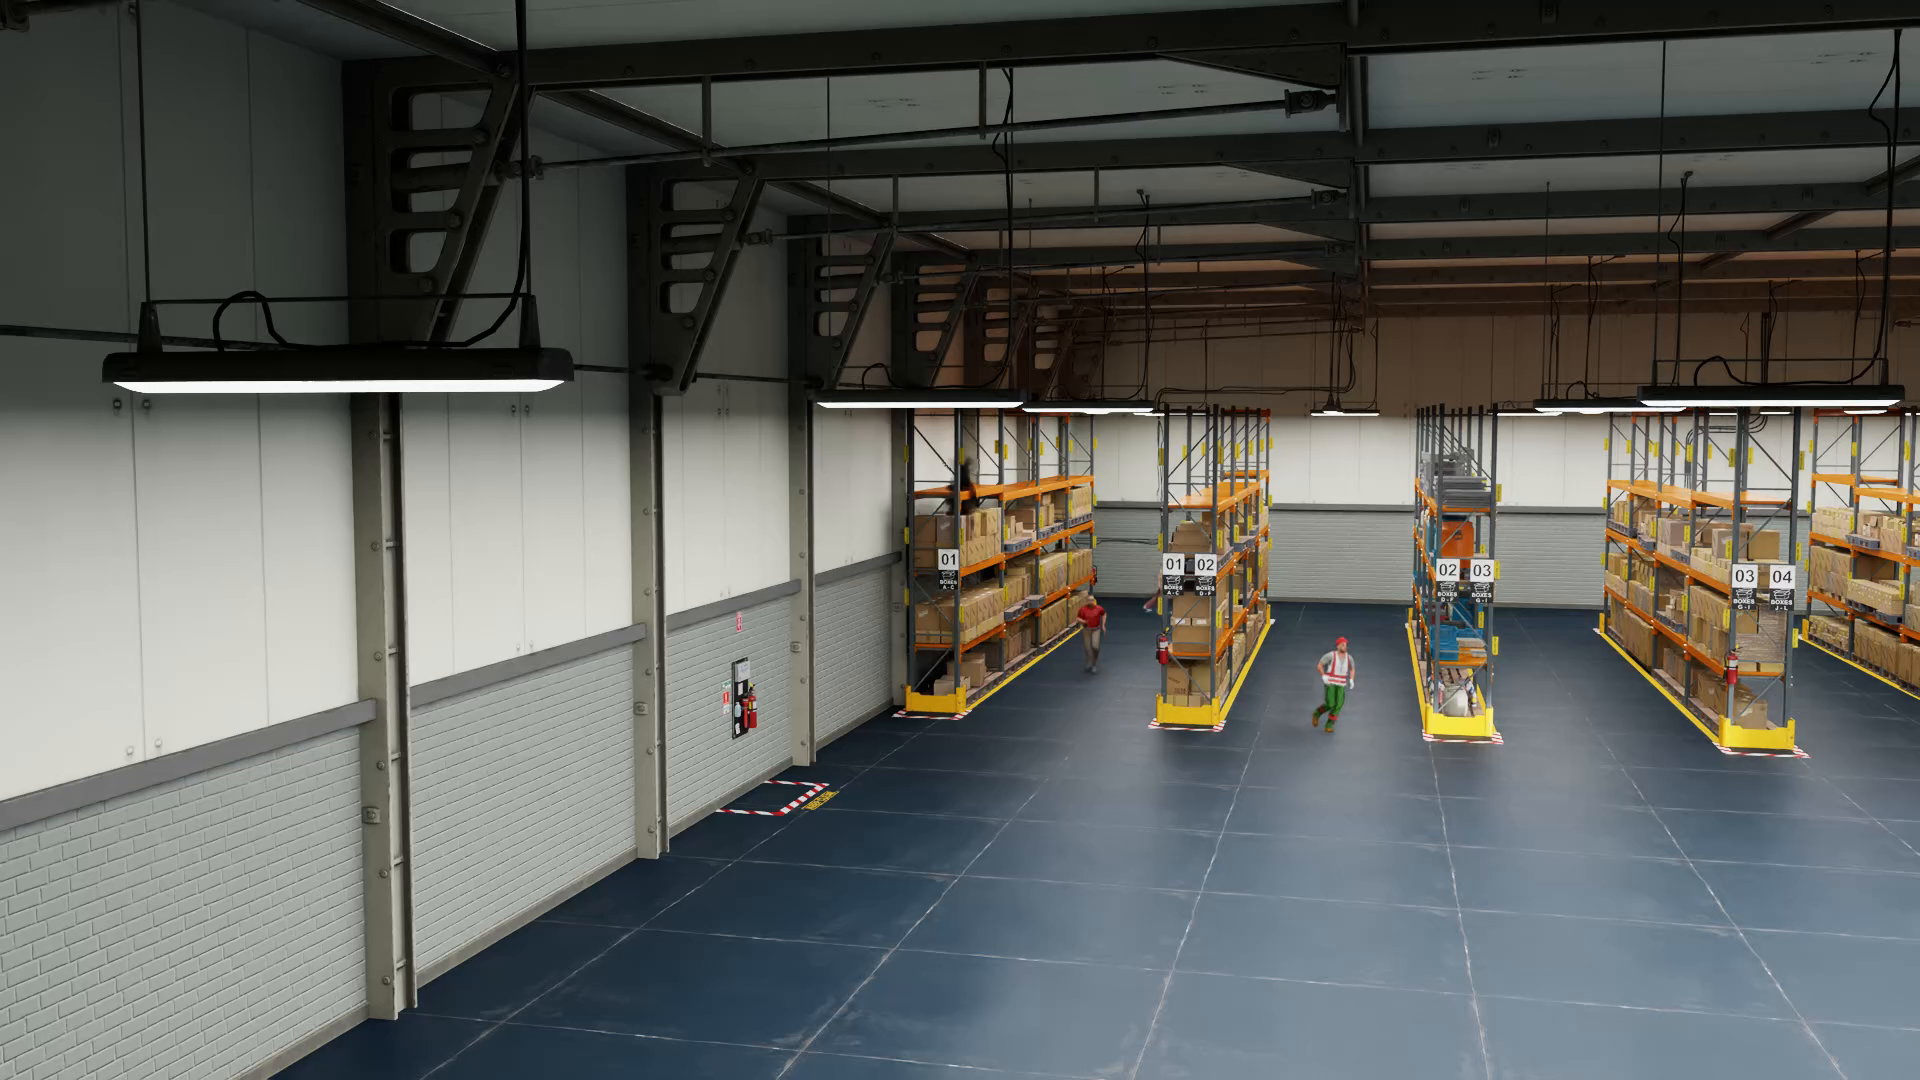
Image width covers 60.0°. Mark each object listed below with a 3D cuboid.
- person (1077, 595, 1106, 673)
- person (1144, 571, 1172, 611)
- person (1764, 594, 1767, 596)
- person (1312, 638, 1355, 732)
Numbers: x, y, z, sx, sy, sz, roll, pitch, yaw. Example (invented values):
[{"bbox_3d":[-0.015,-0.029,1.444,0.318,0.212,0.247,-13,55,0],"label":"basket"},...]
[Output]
[{"bbox_3d":[2.969,2.134,37.649,0.636,1.790,0.853,1,4,9],"label":"person"},{"bbox_3d":[5.929,1.374,48.992,0.992,1.419,0.573,2,5,29],"label":"person"},{"bbox_3d":[20.304,1.905,41.656,0.602,1.620,0.687,1,4,11],"label":"person"},{"bbox_3d":[6.894,2.646,30.517,0.743,1.739,0.582,-1,4,-18],"label":"person"}]
